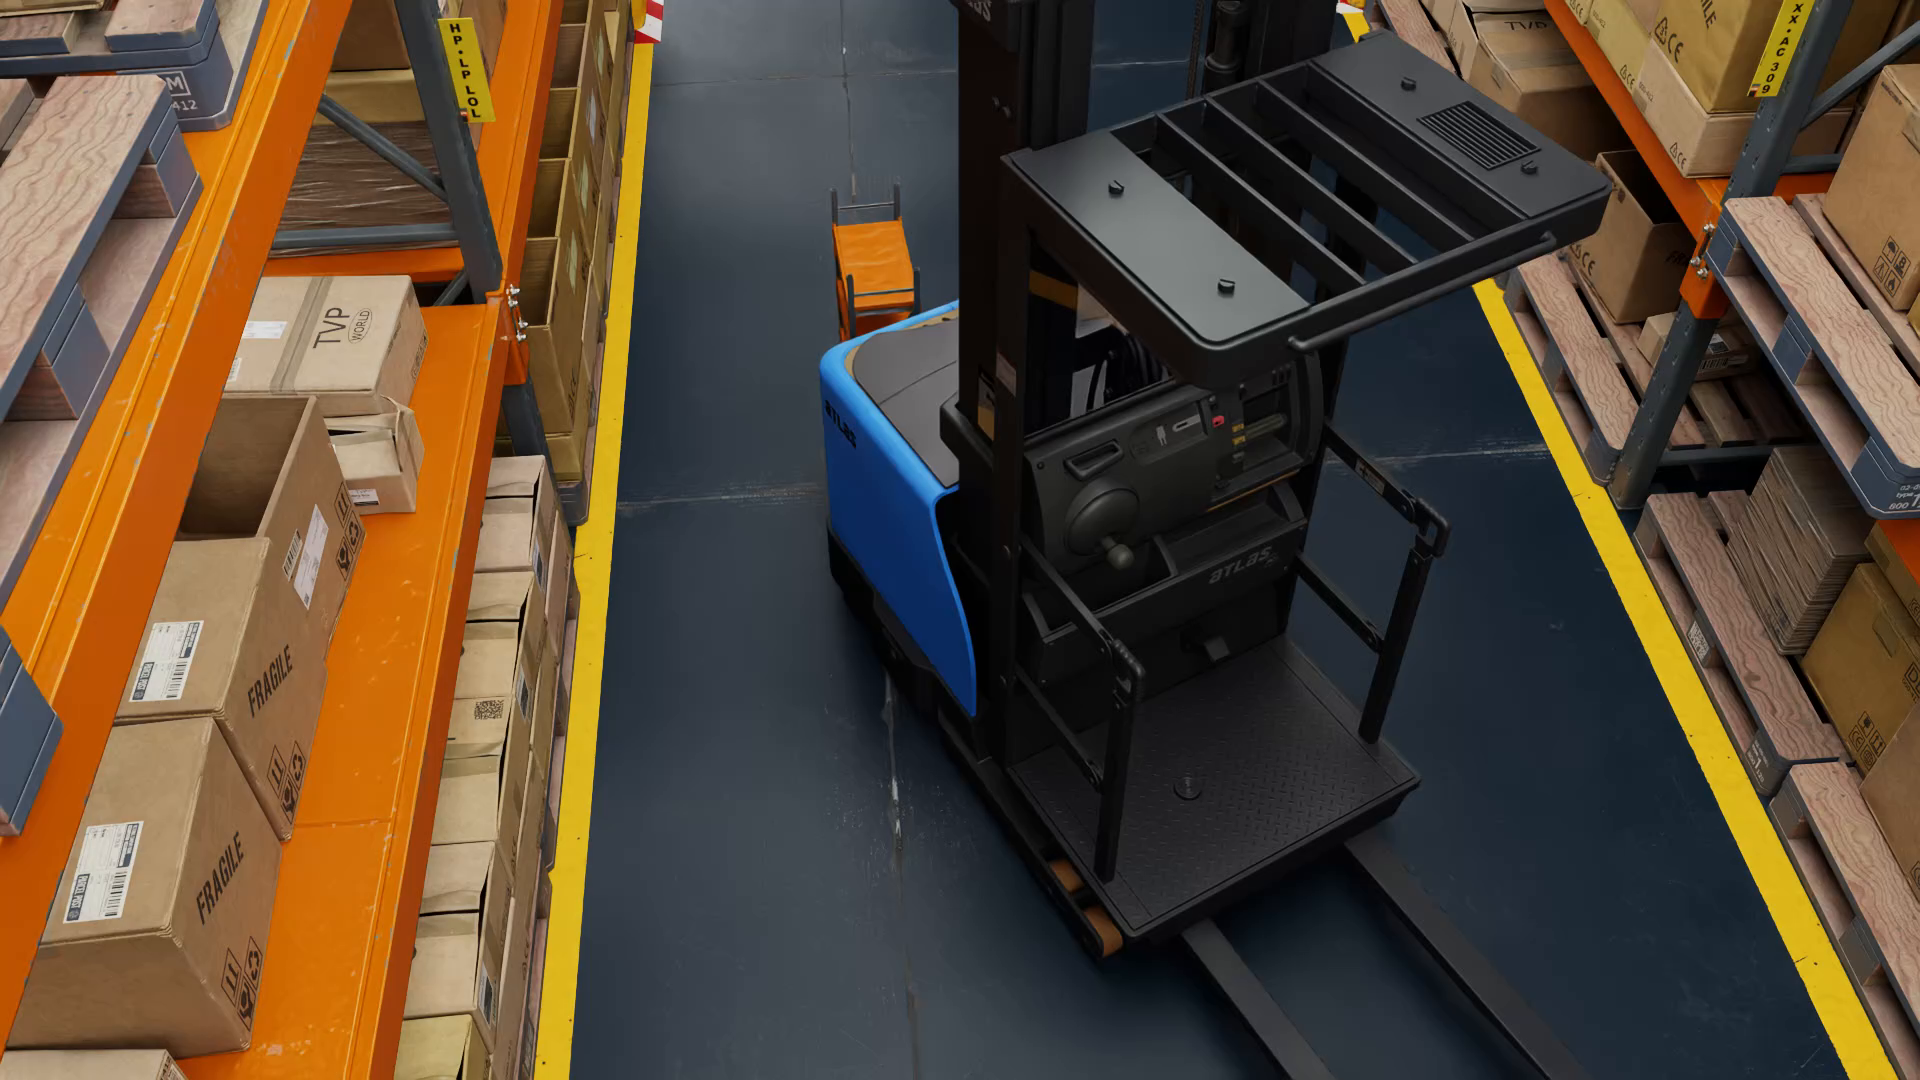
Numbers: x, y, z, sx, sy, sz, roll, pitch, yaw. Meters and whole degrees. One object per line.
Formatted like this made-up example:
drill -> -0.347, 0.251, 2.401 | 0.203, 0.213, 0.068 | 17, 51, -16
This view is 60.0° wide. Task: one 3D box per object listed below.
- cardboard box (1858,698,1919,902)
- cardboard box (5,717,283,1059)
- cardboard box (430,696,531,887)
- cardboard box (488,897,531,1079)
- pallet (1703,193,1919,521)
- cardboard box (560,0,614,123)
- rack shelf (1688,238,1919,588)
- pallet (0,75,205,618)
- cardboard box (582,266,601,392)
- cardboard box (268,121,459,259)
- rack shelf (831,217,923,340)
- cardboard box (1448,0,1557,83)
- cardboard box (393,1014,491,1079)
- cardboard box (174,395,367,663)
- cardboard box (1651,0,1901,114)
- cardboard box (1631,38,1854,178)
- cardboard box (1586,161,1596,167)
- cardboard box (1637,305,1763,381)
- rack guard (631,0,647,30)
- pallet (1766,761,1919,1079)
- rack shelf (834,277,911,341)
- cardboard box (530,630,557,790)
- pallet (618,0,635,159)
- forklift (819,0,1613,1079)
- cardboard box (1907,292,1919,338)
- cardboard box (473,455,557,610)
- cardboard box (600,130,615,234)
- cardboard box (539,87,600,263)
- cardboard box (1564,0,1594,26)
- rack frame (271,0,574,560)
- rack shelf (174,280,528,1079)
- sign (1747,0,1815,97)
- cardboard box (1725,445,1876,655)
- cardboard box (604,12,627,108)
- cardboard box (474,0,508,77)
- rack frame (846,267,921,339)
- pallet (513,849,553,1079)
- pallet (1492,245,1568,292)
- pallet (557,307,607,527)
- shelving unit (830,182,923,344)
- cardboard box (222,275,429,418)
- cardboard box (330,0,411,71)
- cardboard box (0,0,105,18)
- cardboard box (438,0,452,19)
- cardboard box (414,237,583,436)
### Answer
cardboard box -> 3.177, 0.768, 4.876 | 0.700, 0.500, 0.500 | -3, 47, -3
cardboard box -> -1.755, 0.736, 3.418 | 0.500, 0.500, 0.500 | -6, 47, -5
cardboard box -> -1.524, 0.710, 4.730 | 0.500, 0.311, 0.500 | -4, 47, -3
cardboard box -> -1.484, 1.277, 4.579 | 0.500, 0.250, 0.500 | -3, 47, -2
pallet -> 2.922, -0.587, 4.872 | 1.003, 0.211, 1.213 | -3, 47, -3
cardboard box -> -1.828, -2.169, 7.326 | 0.500, 0.500, 0.500 | -3, 47, -3
rack shelf -> 3.171, 0.480, 4.225 | 1.077, 0.370, 4.000 | -3, 47, -3
pallet -> -1.840, -0.278, 2.511 | 1.003, 0.211, 1.213 | -2, 47, -1
cardboard box -> -1.706, -0.826, 6.571 | 0.500, 0.250, 0.500 | -3, 47, -3
cardboard box -> -1.976, -1.266, 5.314 | 0.700, 0.500, 0.500 | -5, 47, -4
rack shelf -> -0.290, -0.907, 5.741 | 0.258, 0.148, 0.480 | -7, 47, -6
cardboard box -> 2.684, -2.417, 8.022 | 0.500, 0.311, 0.500 | 0, 47, 0
cardboard box -> -1.442, 1.446, 4.033 | 0.500, 0.311, 0.500 | -5, 47, -4
cardboard box -> -1.841, -0.007, 4.122 | 0.500, 0.500, 0.500 | 0, 47, 0
cardboard box -> 2.655, -1.751, 5.415 | 0.500, 0.500, 0.500 | -4, 47, -3
cardboard box -> 2.661, -1.494, 5.689 | 0.500, 0.250, 0.500 | -3, 47, -3
cardboard box -> 2.889, -1.544, 7.307 | 0.380, 0.149, 0.250 | -7, 47, -6
cardboard box -> 2.928, -0.777, 6.568 | 0.380, 0.166, 0.250 | -9, 47, -8
rack guard -> -2.270, -2.963, 8.712 | 1.175, 0.500, 0.348 | -3, 47, -3
pallet -> 3.175, 1.192, 4.976 | 1.003, 0.211, 1.213 | -3, 47, -3
rack shelf -> -0.290, -0.744, 5.913 | 0.258, 0.148, 0.480 | -7, 47, -6
cardboard box -> -1.569, 0.539, 5.278 | 0.500, 0.250, 0.500 | -4, 47, -4
pallet -> -2.162, -2.295, 8.278 | 1.003, 0.211, 1.213 | -3, 47, -3
forklift -> 0.708, -0.133, 4.358 | 1.130, 2.935, 3.031 | -23, 51, -20
cardboard box -> 3.051, -0.625, 4.404 | 0.700, 0.500, 0.500 | 1, 47, 1
cardboard box -> -1.613, -0.027, 5.428 | 0.500, 0.311, 0.500 | -3, 47, -3
cardboard box -> -1.791, -1.549, 7.256 | 0.500, 0.250, 0.500 | -3, 47, -3
cardboard box -> -1.744, -1.446, 6.641 | 0.500, 0.500, 0.500 | -3, 47, -3
cardboard box -> 2.570, -2.218, 6.374 | 0.500, 0.250, 0.500 | -4, 47, -4
rack frame -> -1.933, -0.911, 5.047 | 1.000, 3.000, 0.127 | -3, 47, -3
rack shelf -> -1.765, 0.784, 3.937 | 1.077, 0.370, 4.000 | -3, 47, -3
sign -> 2.463, -1.474, 4.984 | 0.100, 0.325, 0.005 | -3, 47, -3
cardboard box -> 3.081, 0.025, 5.579 | 0.700, 0.500, 0.500 | -2, 47, -2
cardboard box -> -1.875, -2.273, 7.941 | 0.500, 0.250, 0.500 | -3, 47, -3
cardboard box -> -2.065, -2.010, 6.019 | 0.700, 0.500, 0.500 | -3, 47, -3
rack frame -> -0.251, -0.461, 5.861 | 0.240, 1.200, 0.015 | -7, 47, -6
pallet -> -1.727, 1.463, 4.719 | 1.003, 0.211, 1.213 | -3, 47, -3
pallet -> 2.806, -1.624, 7.643 | 1.003, 0.211, 1.213 | -3, 47, -3
pallet -> -1.958, -0.530, 6.606 | 1.003, 0.211, 1.213 | -3, 47, -3
shelving unit -> -0.290, -0.636, 6.026 | 0.258, 1.200, 0.503 | -7, 47, -6
cardboard box -> -1.848, -0.506, 4.766 | 0.500, 0.250, 0.500 | -1, 47, -1
cardboard box -> -1.976, -1.712, 4.843 | 0.700, 0.500, 0.500 | -3, 47, -3
cardboard box -> -1.842, -1.192, 3.061 | 0.500, 0.250, 0.500 | -8, 47, -7
cardboard box -> -1.784, -1.556, 5.142 | 0.380, 0.149, 0.250 | -3, 47, -3
cardboard box -> -1.660, -0.722, 5.956 | 0.500, 0.500, 0.500 | -3, 47, -3
